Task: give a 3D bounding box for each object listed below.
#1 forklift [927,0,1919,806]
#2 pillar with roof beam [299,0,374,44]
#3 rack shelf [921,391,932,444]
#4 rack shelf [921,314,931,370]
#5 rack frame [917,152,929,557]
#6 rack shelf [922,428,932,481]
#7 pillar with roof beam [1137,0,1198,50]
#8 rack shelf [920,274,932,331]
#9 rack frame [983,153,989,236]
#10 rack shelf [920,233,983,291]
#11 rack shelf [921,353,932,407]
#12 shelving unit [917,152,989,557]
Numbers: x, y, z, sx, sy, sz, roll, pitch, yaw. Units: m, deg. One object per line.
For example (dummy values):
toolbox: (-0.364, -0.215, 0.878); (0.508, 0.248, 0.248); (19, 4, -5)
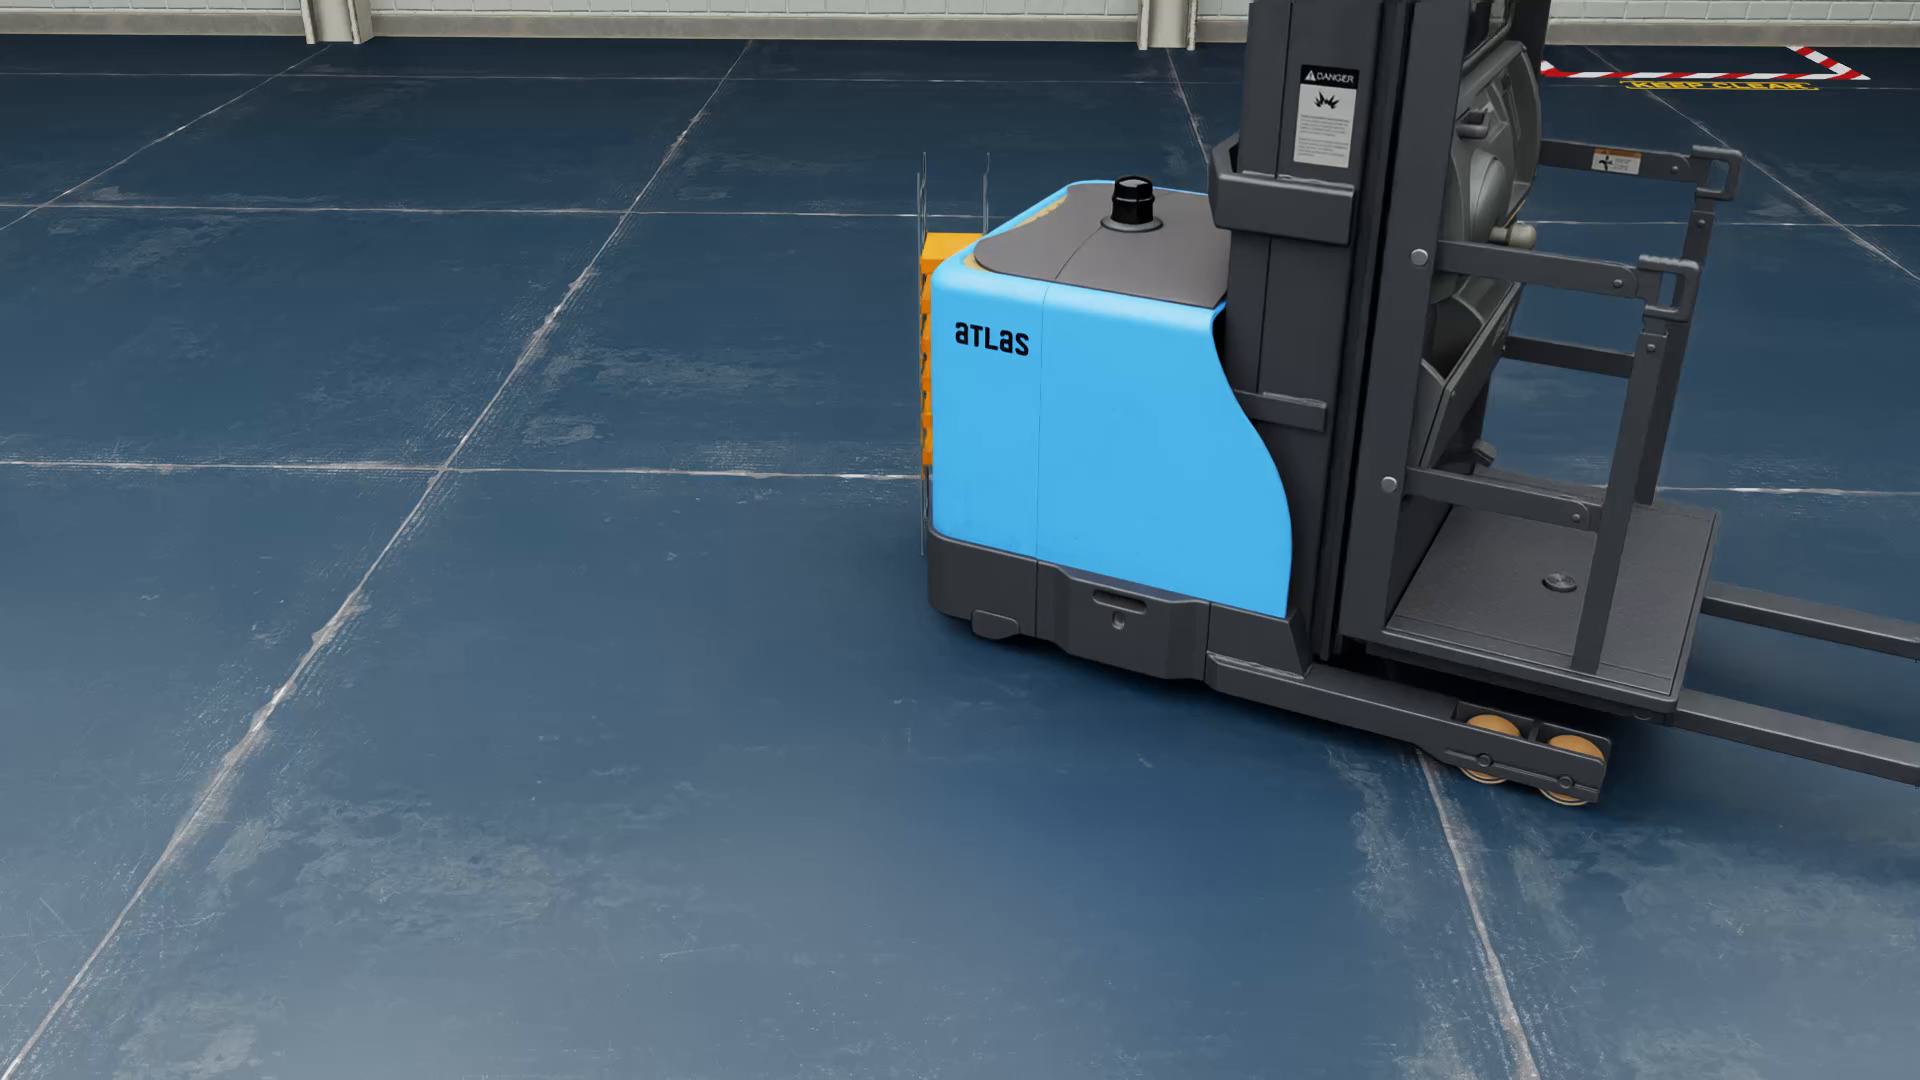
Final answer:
forklift: (1.458, -0.936, 3.886); (3.031, 2.935, 1.130); (14, 31, 24)
pillar with roof beam: (-4.671, -5.616, 6.237); (0.400, 9.000, 9.100); (1, 28, 2)
rack shelf: (-0.017, -0.386, 5.048); (0.180, 0.103, 0.258); (2, 28, 3)
rack shelf: (-0.017, -0.598, 4.935); (0.180, 0.103, 0.258); (2, 28, 3)
rack frame: (-0.109, -0.534, 4.975); (0.006, 1.200, 0.240); (2, 28, 3)
rack shelf: (-0.017, -0.280, 5.104); (0.180, 0.103, 0.258); (2, 28, 3)
pillar with roof beam: (1.326, -5.517, 6.050); (0.400, 9.000, 9.100); (1, 28, 2)
rack shelf: (-0.017, -0.704, 4.879); (0.180, 0.103, 0.258); (2, 28, 3)
rack frame: (0.074, -0.529, 4.966); (0.006, 1.200, 0.240); (2, 28, 3)
rack shelf: (-0.017, -0.810, 4.823); (0.180, 0.103, 0.258); (2, 28, 3)
rack shelf: (-0.017, -0.492, 4.992); (0.180, 0.103, 0.258); (2, 28, 3)
shelving unit: (-0.017, -0.531, 4.971); (0.189, 1.200, 0.258); (2, 28, 3)
